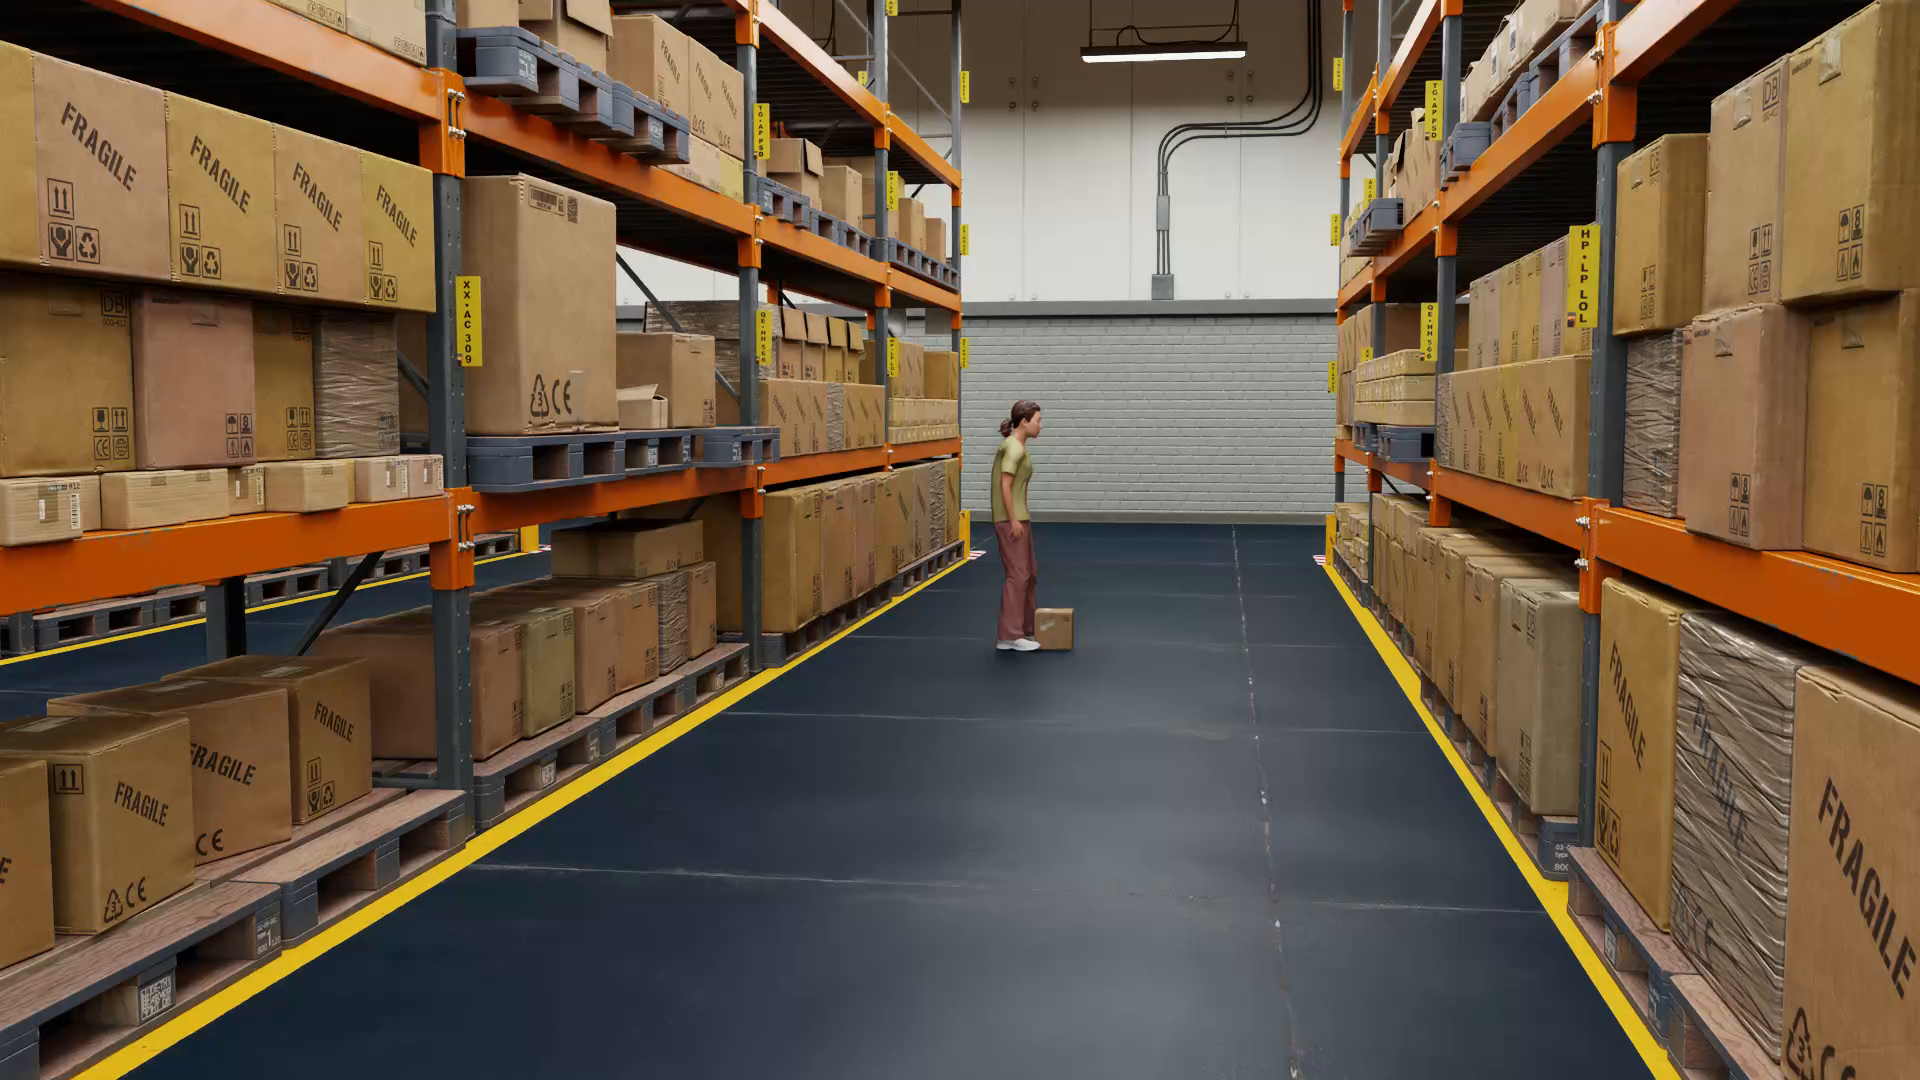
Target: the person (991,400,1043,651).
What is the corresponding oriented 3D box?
[{"bbox_3d":[0.417,-0.109,11.226,0.403,1.673,0.499,1,5,9],"label":"person"}]
